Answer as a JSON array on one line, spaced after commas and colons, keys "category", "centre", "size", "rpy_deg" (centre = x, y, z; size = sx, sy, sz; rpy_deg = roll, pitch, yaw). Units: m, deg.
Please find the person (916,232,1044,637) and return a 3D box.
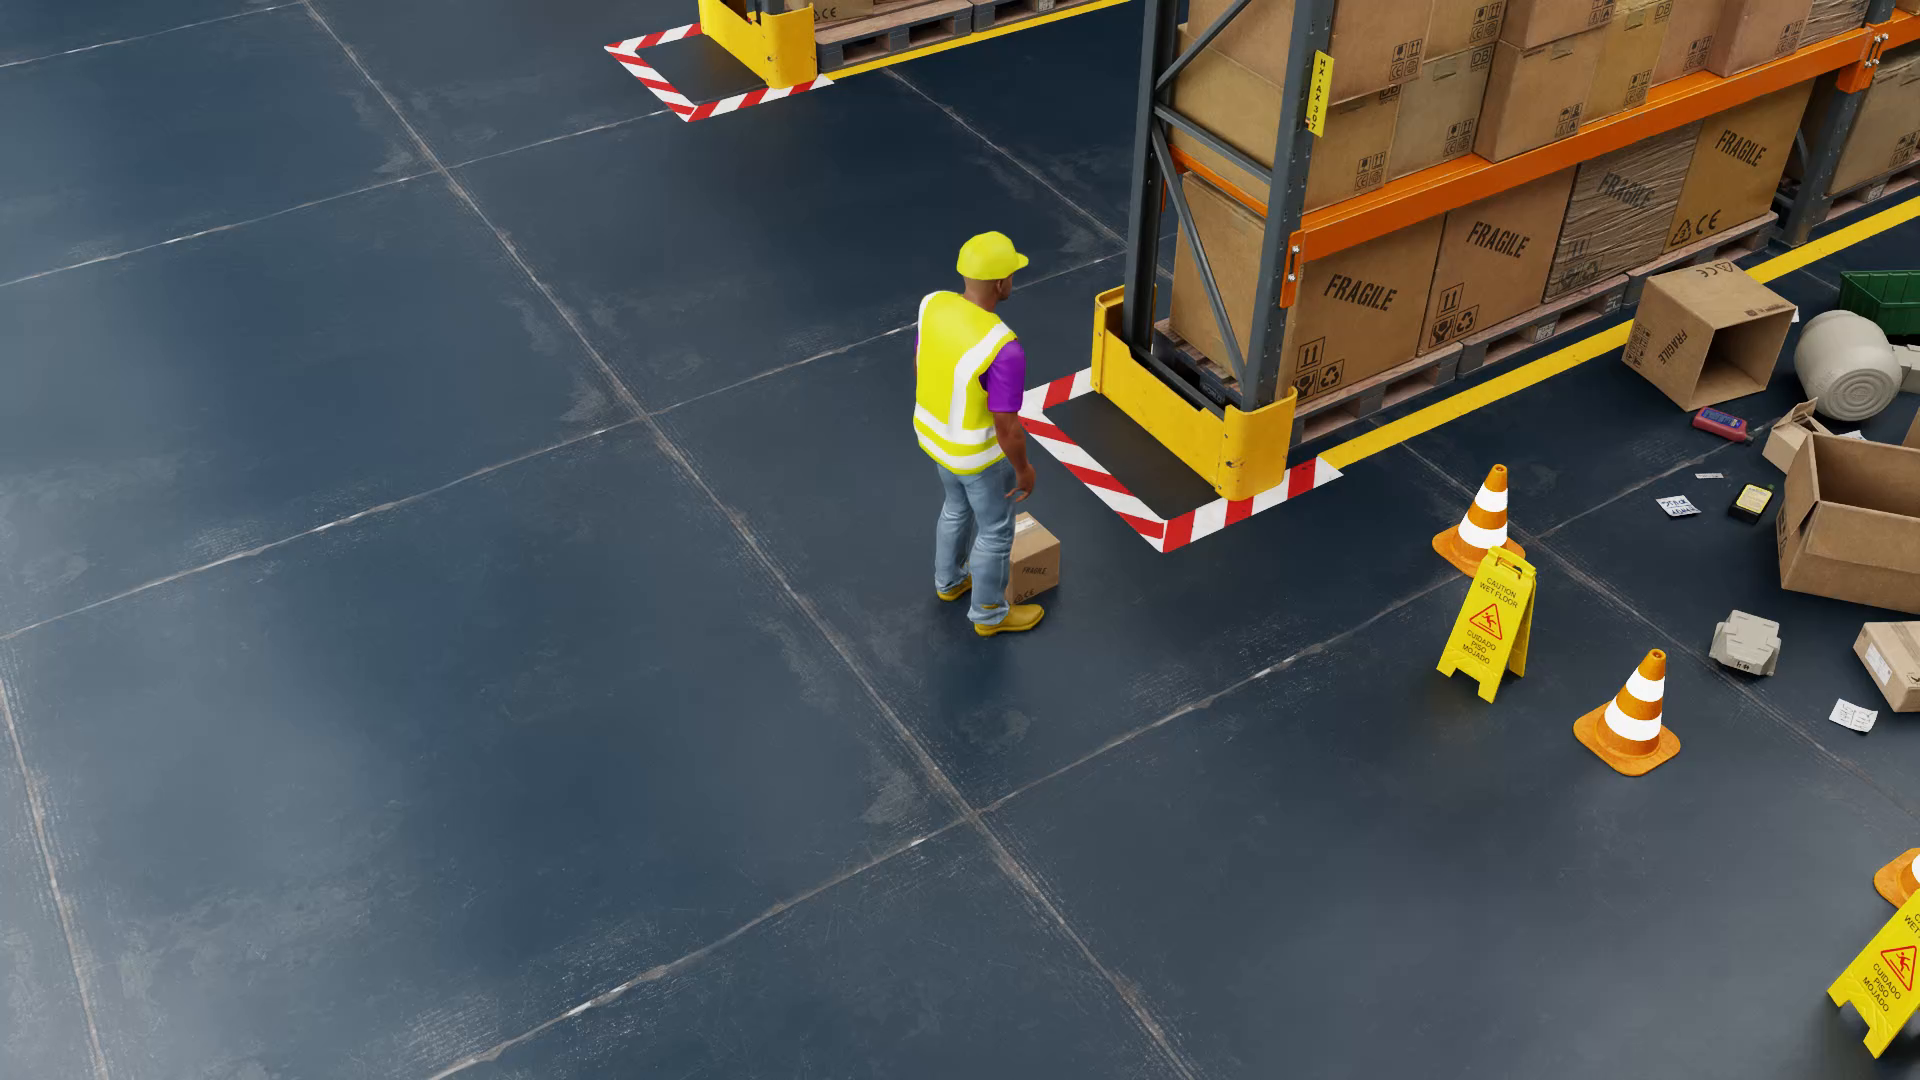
[{"category": "person", "centre": [0.078, -0.412, 6.625], "size": [0.461, 1.761, 0.637], "rpy_deg": [-24, 46, -25]}]
